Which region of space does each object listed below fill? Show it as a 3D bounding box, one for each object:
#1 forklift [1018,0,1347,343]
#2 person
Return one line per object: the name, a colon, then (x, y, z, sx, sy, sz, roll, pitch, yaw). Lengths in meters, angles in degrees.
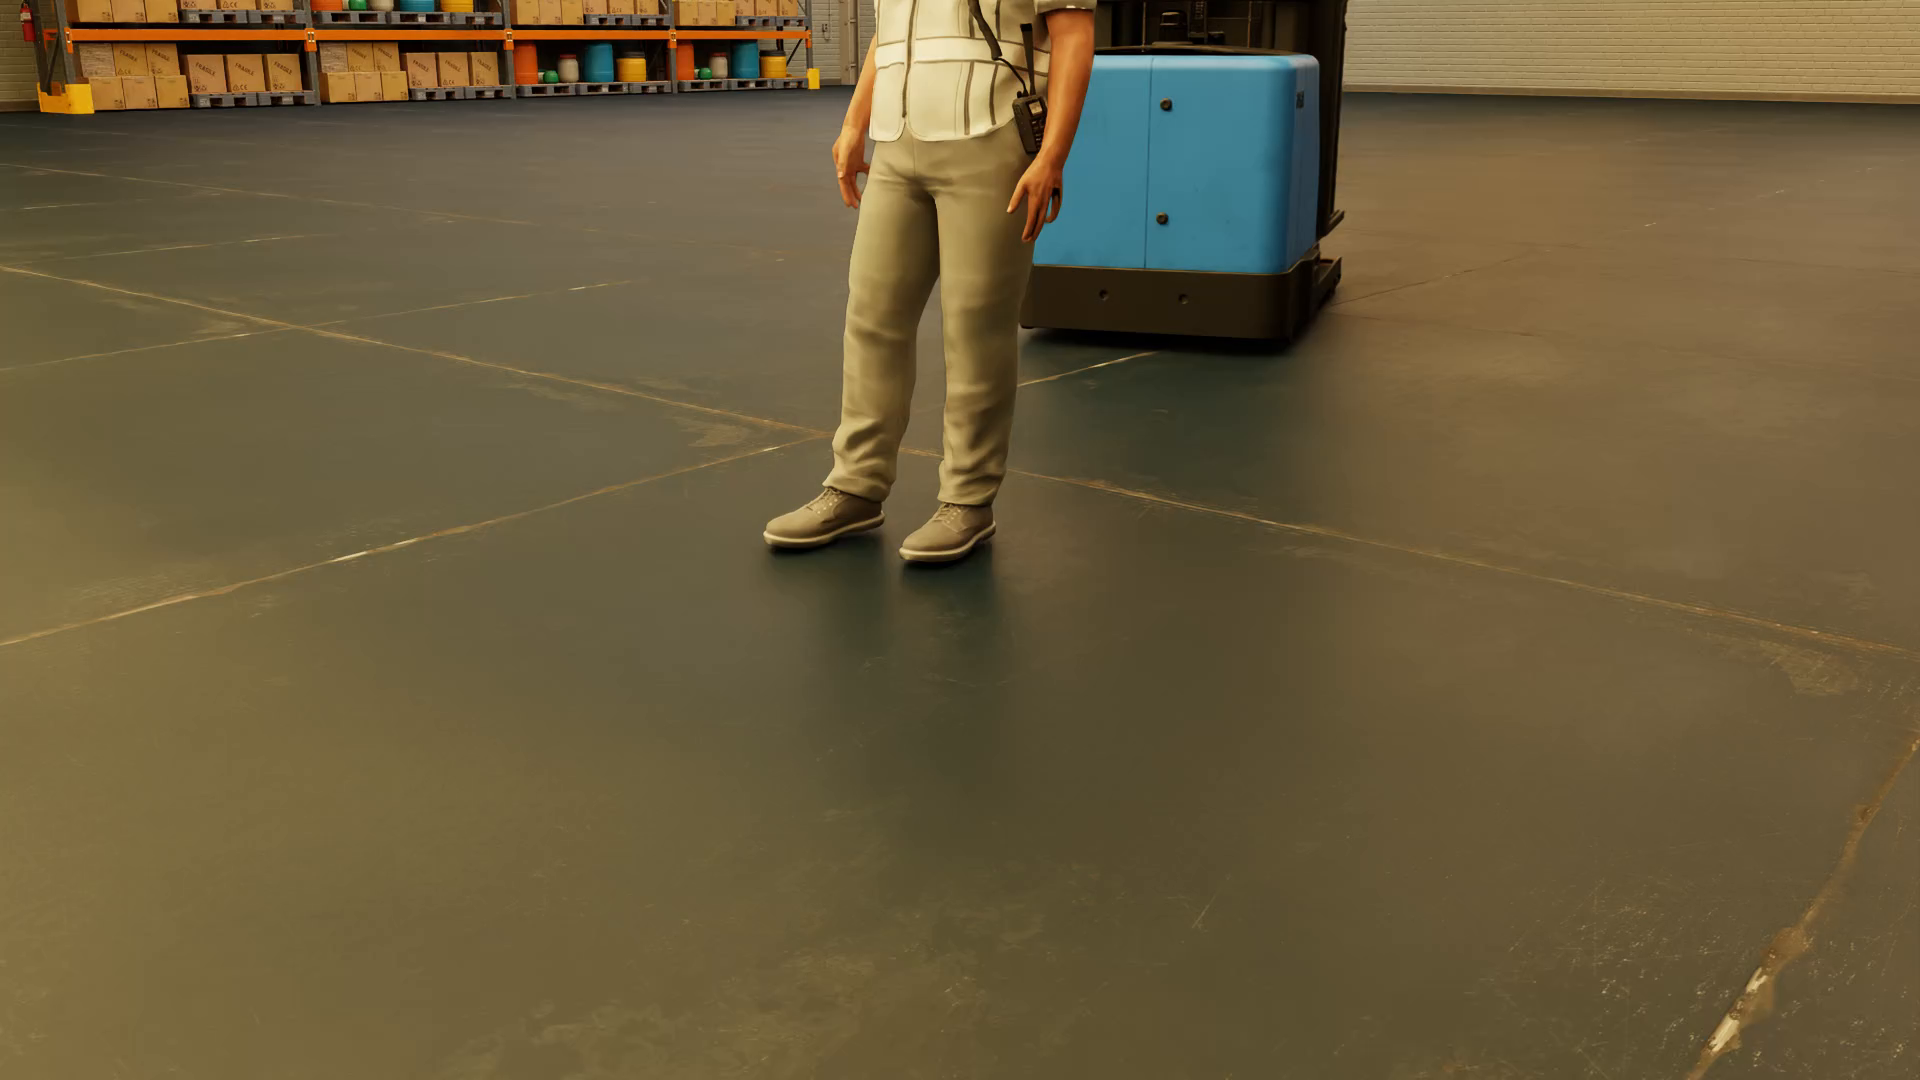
forklift: (1.149, -2.531, 7.232, 1.130, 2.935, 3.031, 5, 18, 17)
person: (-0.059, -0.844, 3.630, 0.641, 1.778, 0.574, 13, 21, 37)
